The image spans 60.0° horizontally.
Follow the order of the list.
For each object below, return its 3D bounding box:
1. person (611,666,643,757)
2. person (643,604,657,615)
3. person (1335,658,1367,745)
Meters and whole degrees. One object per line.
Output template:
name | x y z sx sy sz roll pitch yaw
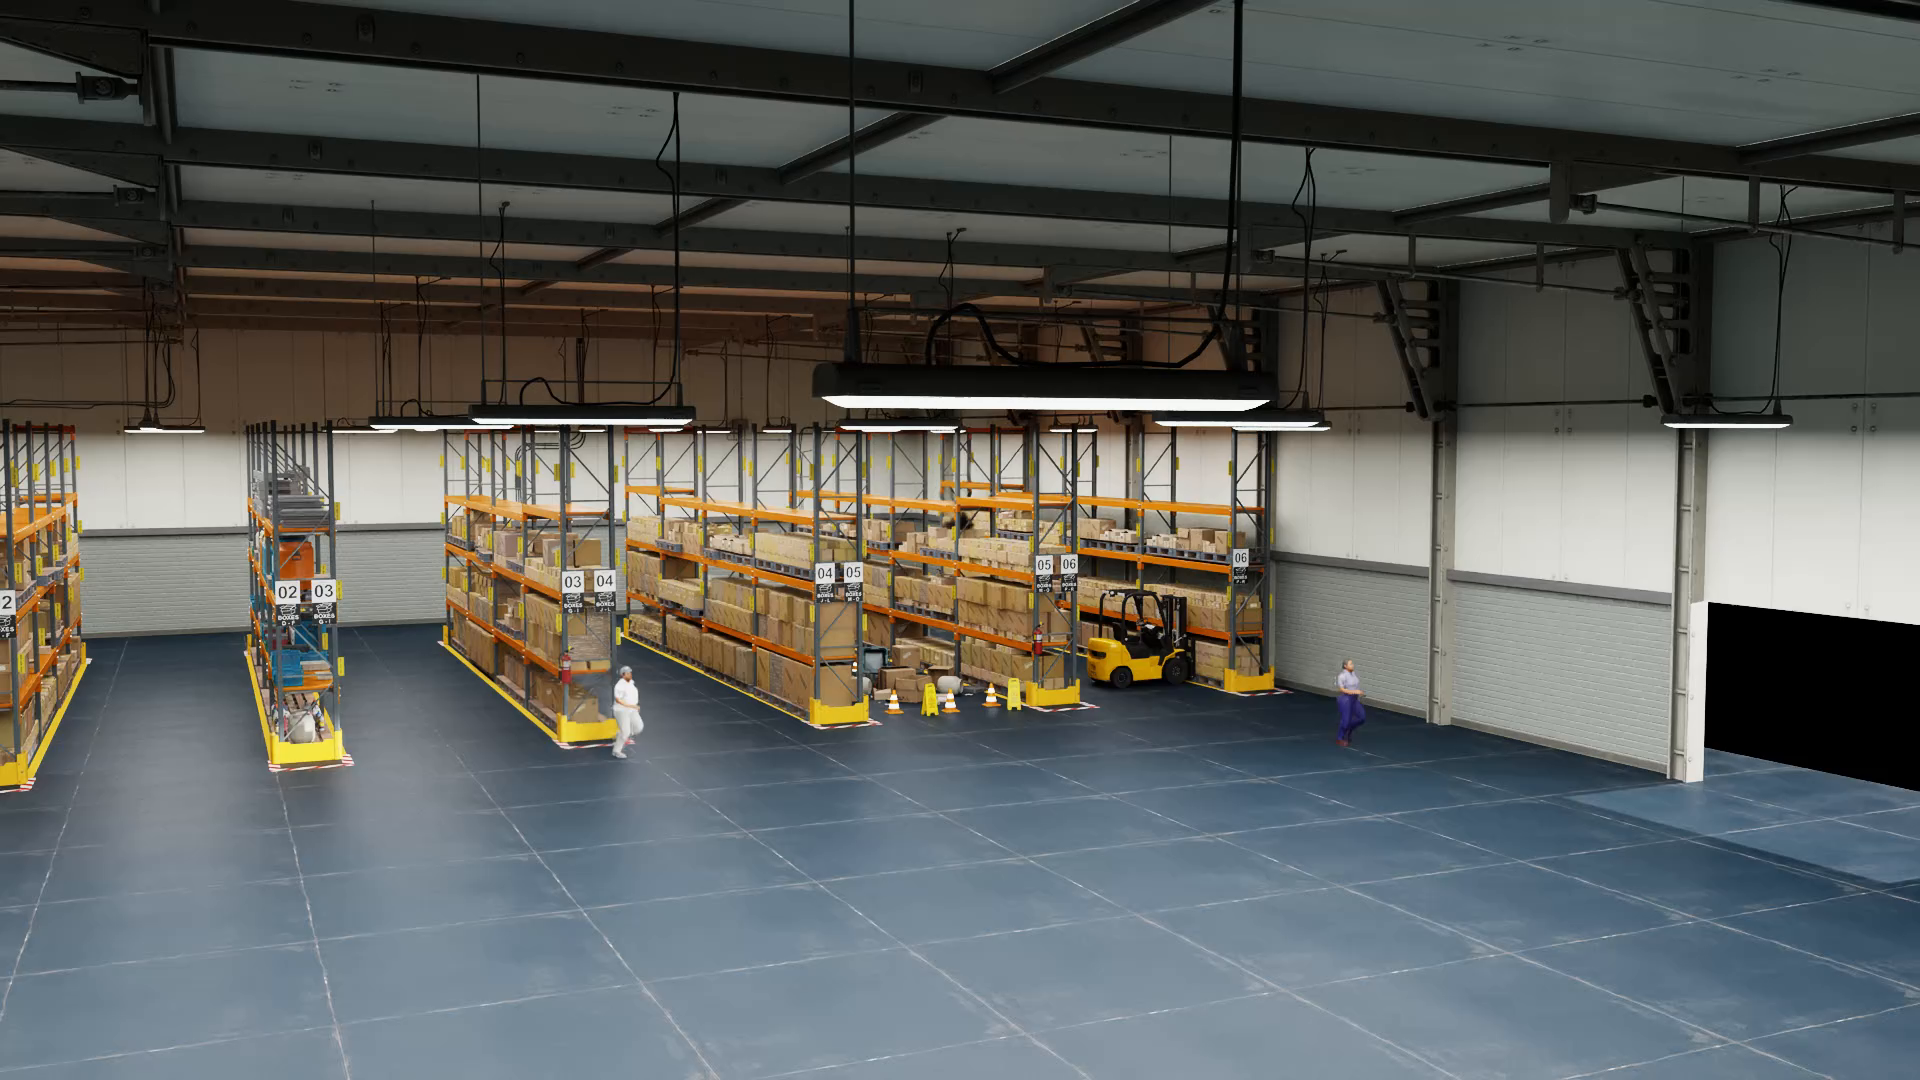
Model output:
person | -5.928 3.063 29.711 0.607 1.630 0.637 2 4 23
person | -9.111 1.776 48.945 0.873 1.765 0.657 0 4 4
person | 7.217 2.991 30.702 0.590 1.610 0.593 -3 5 -42
